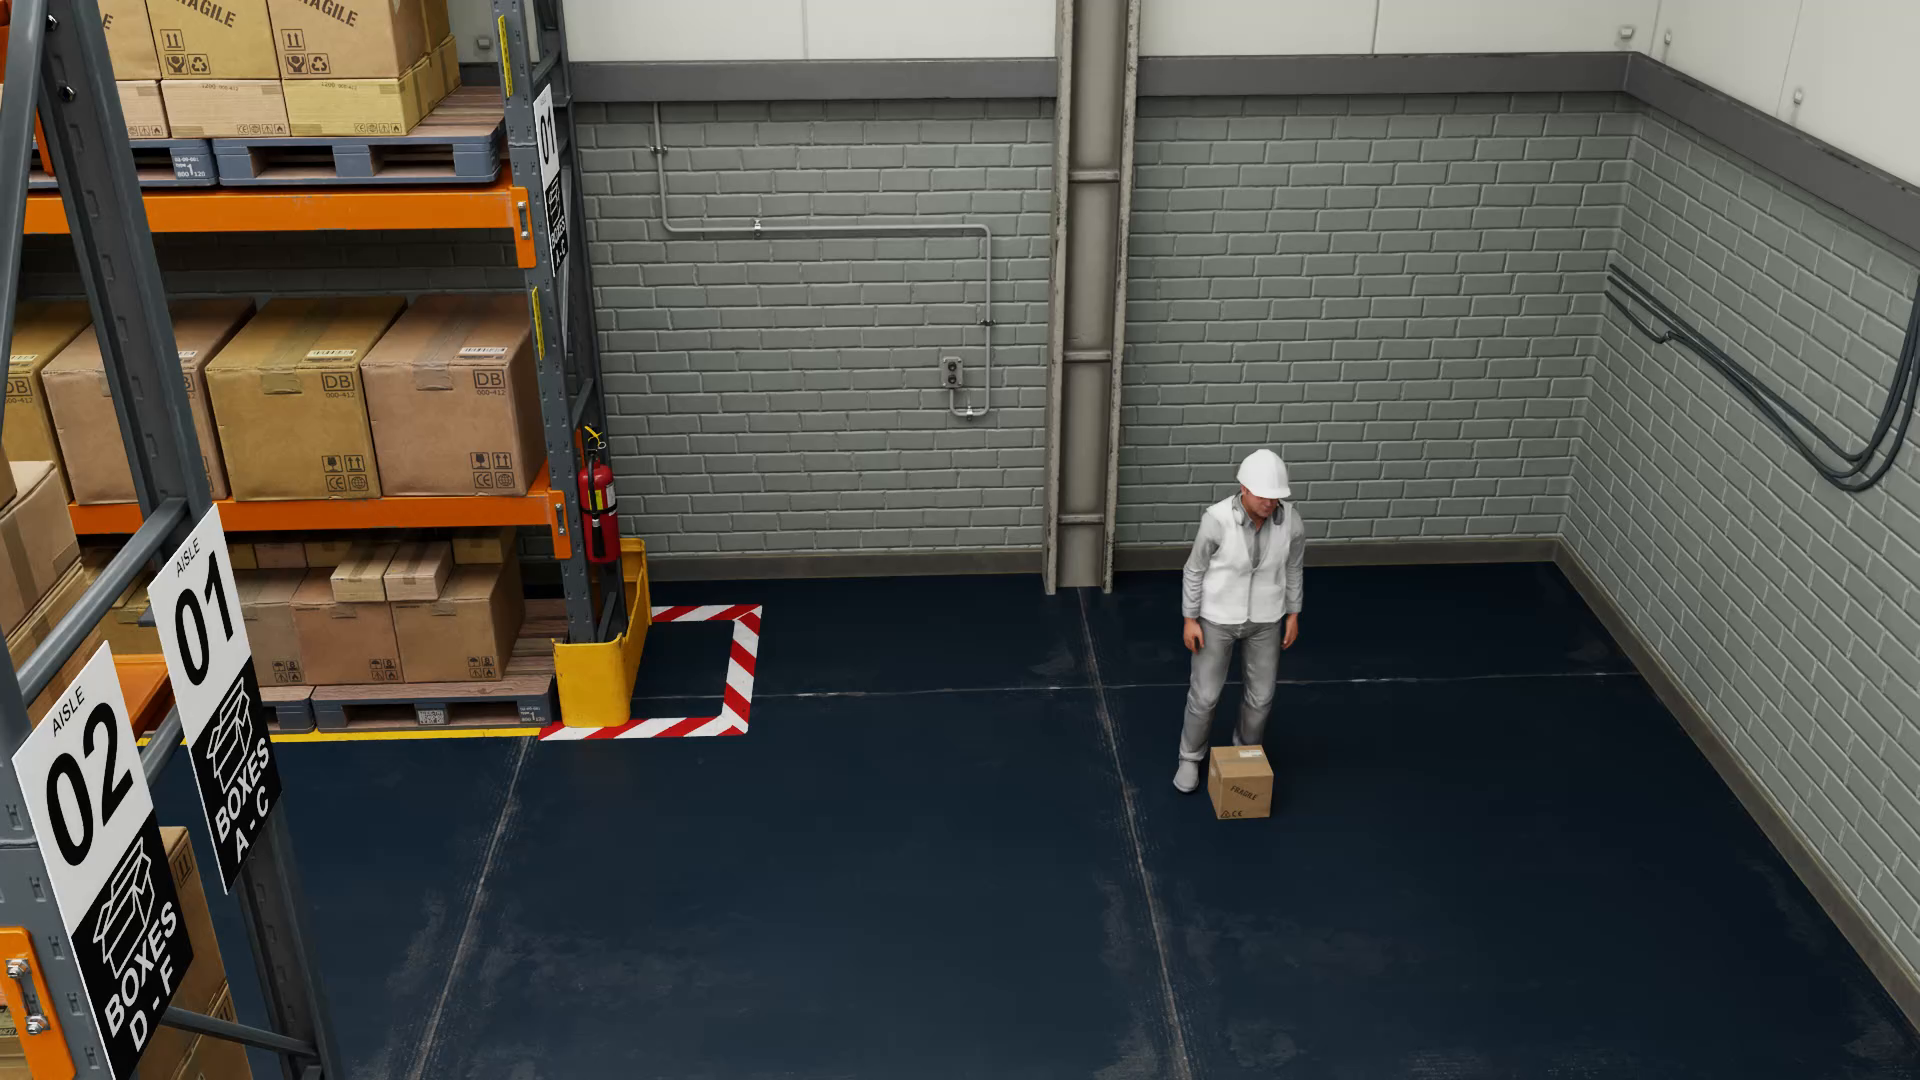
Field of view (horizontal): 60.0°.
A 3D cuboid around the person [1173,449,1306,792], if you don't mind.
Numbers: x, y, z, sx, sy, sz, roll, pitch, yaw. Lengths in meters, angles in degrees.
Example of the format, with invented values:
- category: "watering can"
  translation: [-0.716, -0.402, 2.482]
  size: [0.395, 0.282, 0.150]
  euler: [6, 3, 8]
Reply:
- category: "person"
  translation: [1.334, 0.369, 7.879]
  size: [0.593, 1.771, 0.463]
  euler: [-3, 28, -6]
